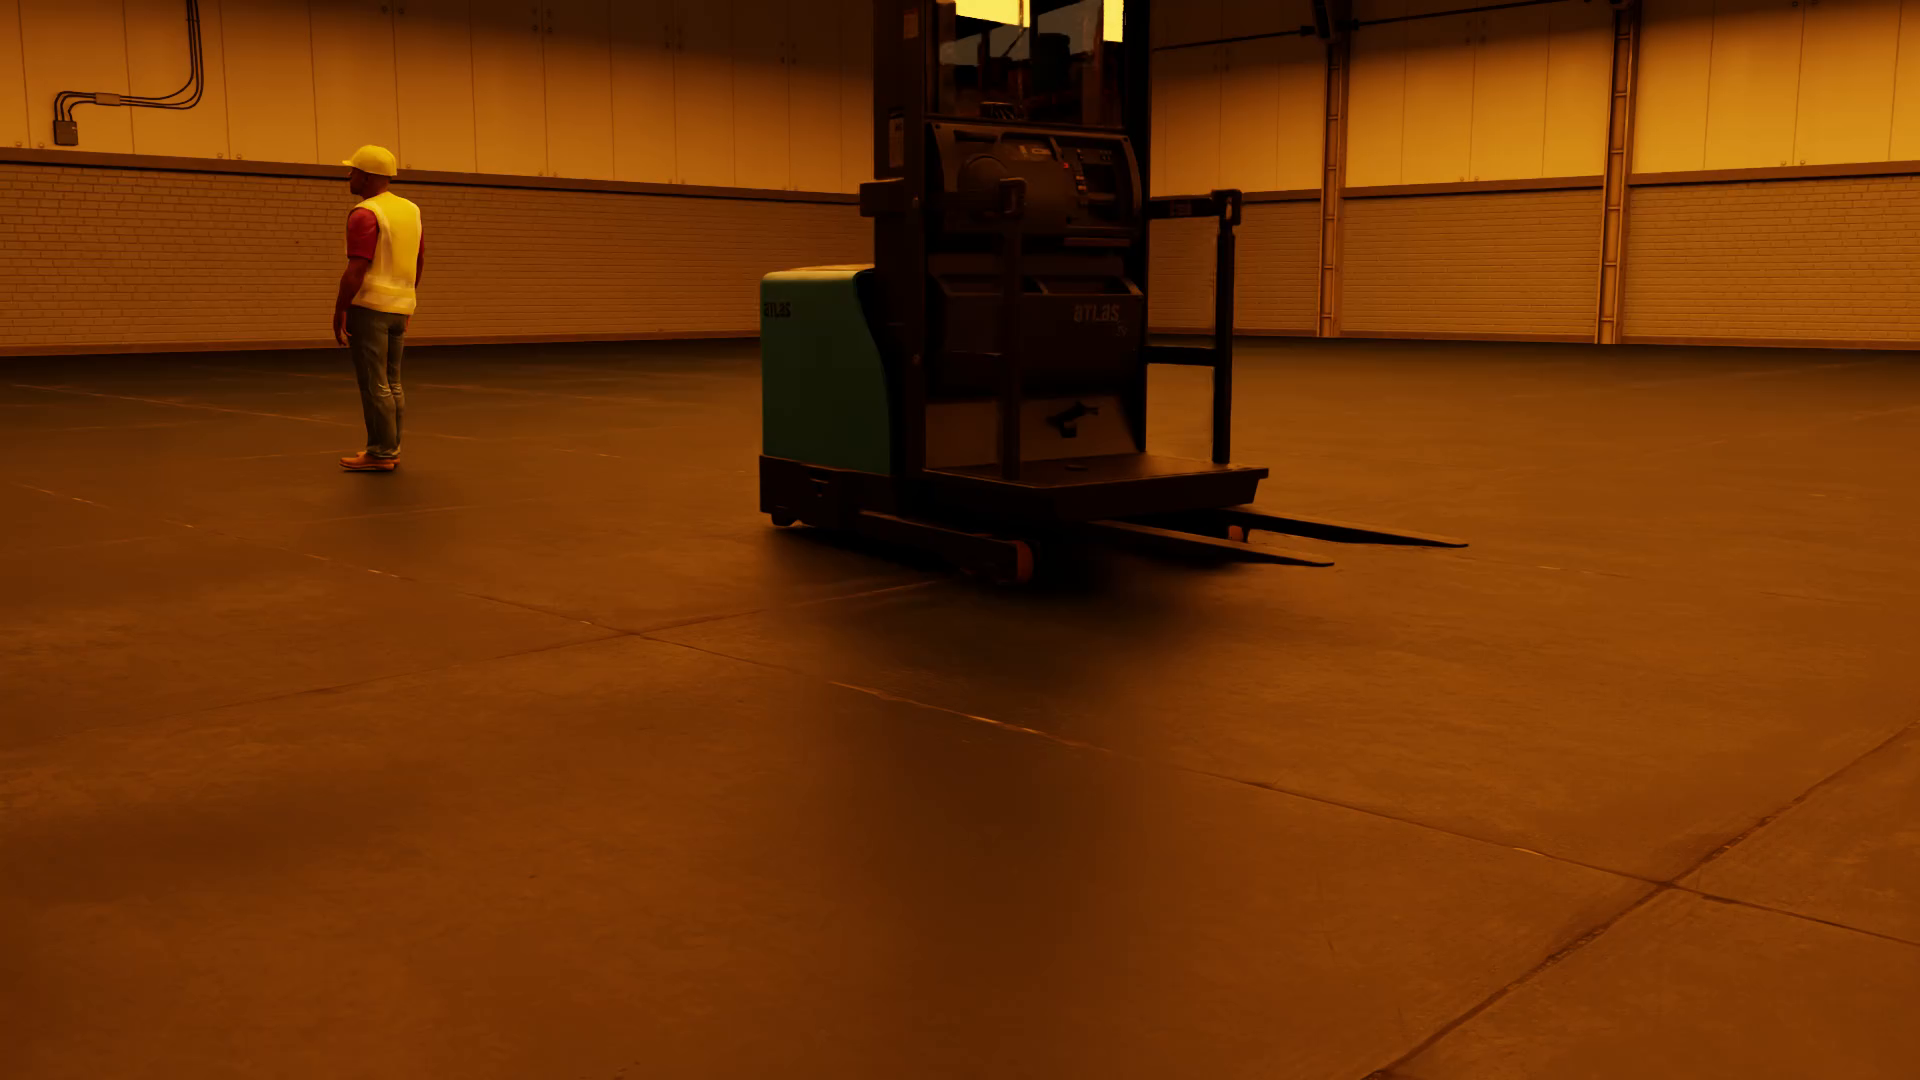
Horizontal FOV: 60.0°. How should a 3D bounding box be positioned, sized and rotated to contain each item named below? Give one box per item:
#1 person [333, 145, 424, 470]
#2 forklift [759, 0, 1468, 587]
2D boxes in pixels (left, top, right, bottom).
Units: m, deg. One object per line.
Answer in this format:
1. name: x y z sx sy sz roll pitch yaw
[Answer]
1. person: -3.281 -1.272 9.186 0.577 1.765 0.666 2 9 14
2. forklift: 0.418 -1.370 5.974 1.130 2.935 3.031 -6 11 -35
